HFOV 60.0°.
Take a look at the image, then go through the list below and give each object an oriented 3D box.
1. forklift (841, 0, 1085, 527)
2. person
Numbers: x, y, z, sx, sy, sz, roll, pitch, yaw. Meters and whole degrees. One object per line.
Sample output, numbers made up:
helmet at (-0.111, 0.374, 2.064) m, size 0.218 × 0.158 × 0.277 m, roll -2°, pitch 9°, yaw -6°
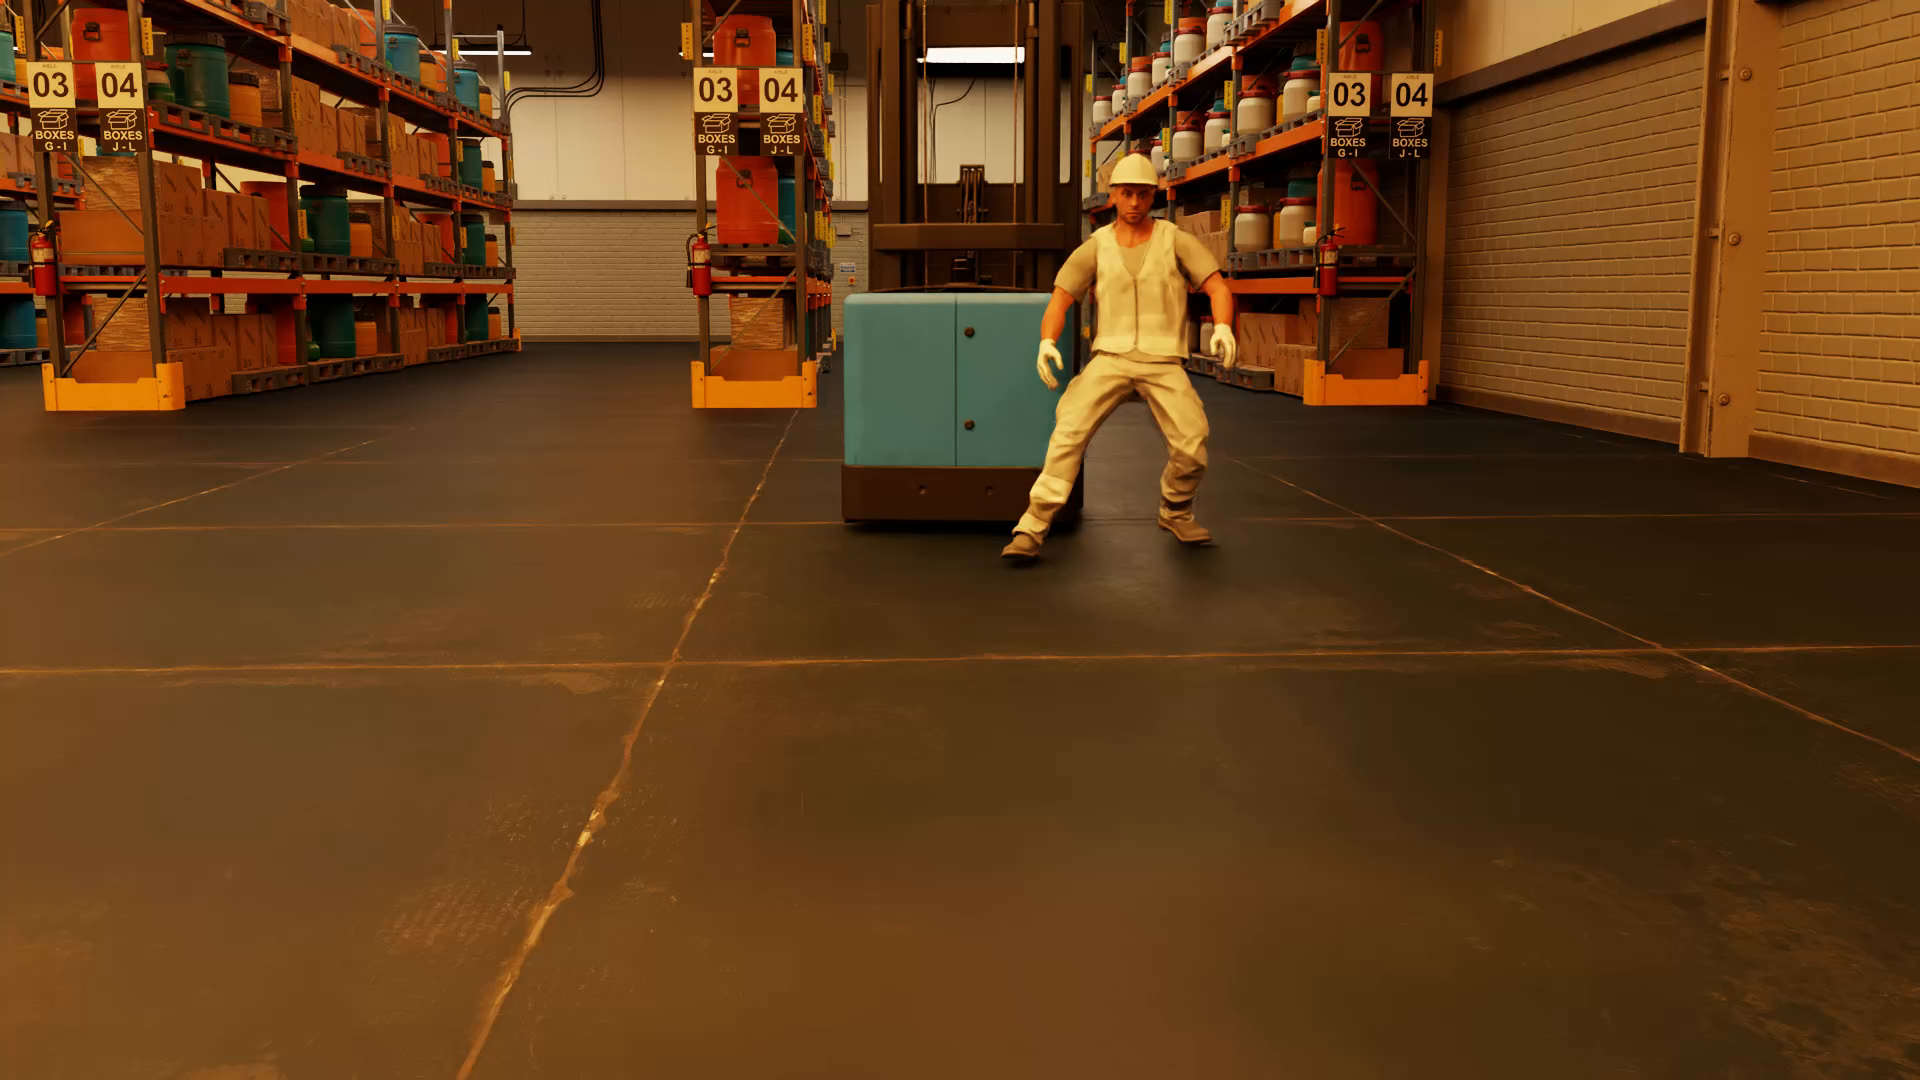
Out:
forklift at (0.096, -1.687, 8.691) m, size 1.130 × 2.935 × 3.031 m, roll 1°, pitch 8°, yaw 4°
person at (0.676, -0.740, 6.753) m, size 0.908 × 1.642 × 0.883 m, roll 2°, pitch 9°, yaw 11°
